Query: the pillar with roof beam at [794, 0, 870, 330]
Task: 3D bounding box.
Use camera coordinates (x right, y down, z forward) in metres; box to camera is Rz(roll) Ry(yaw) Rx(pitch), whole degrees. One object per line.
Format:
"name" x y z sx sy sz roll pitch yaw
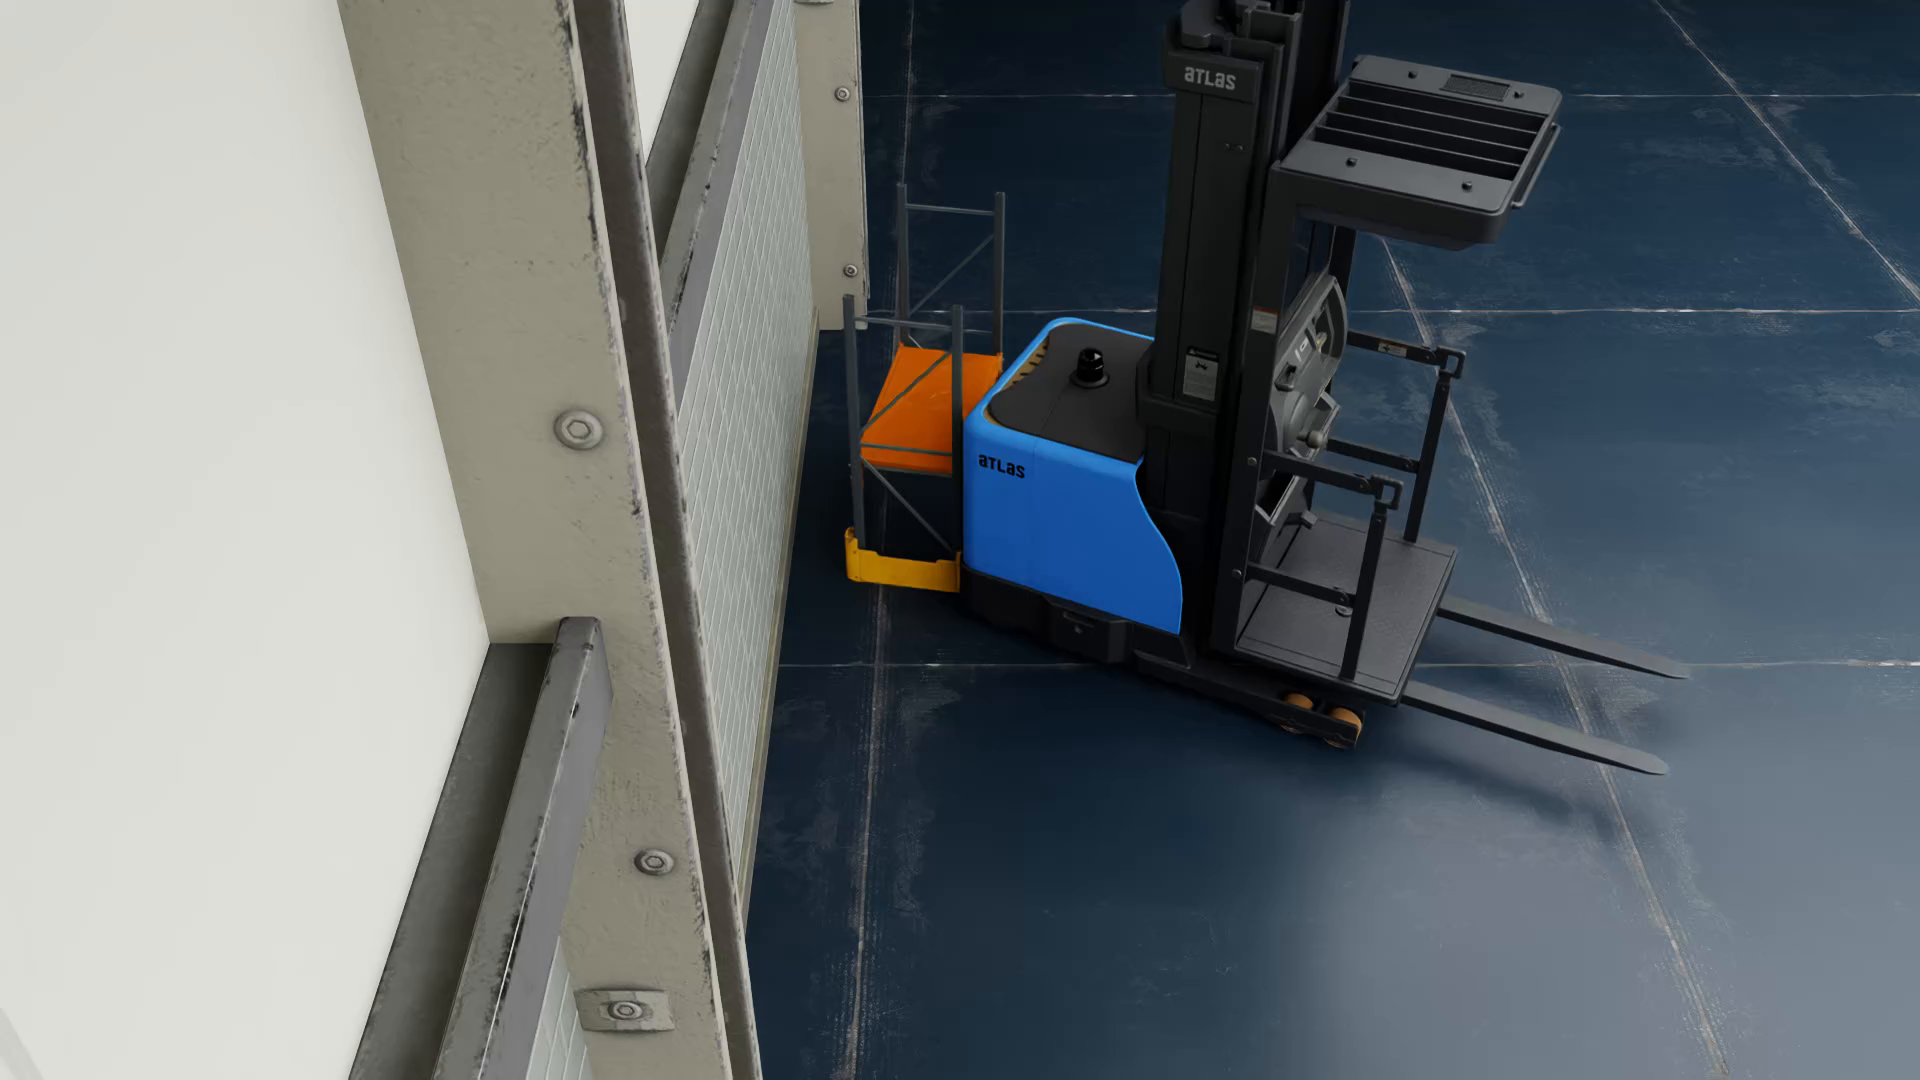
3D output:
"pillar with roof beam" 3.619 -4.841 6.840 9.100 9.000 0.400 0 39 0

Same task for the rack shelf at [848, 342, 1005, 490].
"rack shelf" -0.140 -0.565 7.789 0.538 0.185 1.000 7 39 8

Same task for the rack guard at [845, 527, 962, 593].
"rack guard" -0.235 0.094 7.679 0.587 0.250 0.087 7 39 8

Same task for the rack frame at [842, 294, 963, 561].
"rack frame" -0.236 -0.393 7.287 0.500 1.500 0.032 7 39 8

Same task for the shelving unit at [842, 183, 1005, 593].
"shelving unit" -0.141 -0.700 7.669 0.587 1.500 1.083 7 39 8

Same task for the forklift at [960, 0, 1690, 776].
"forklift" 1.552 -0.661 6.476 3.031 2.935 1.130 17 42 20

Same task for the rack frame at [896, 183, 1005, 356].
"rack frame" -0.044 -1.017 8.066 0.500 1.500 0.032 7 39 8
